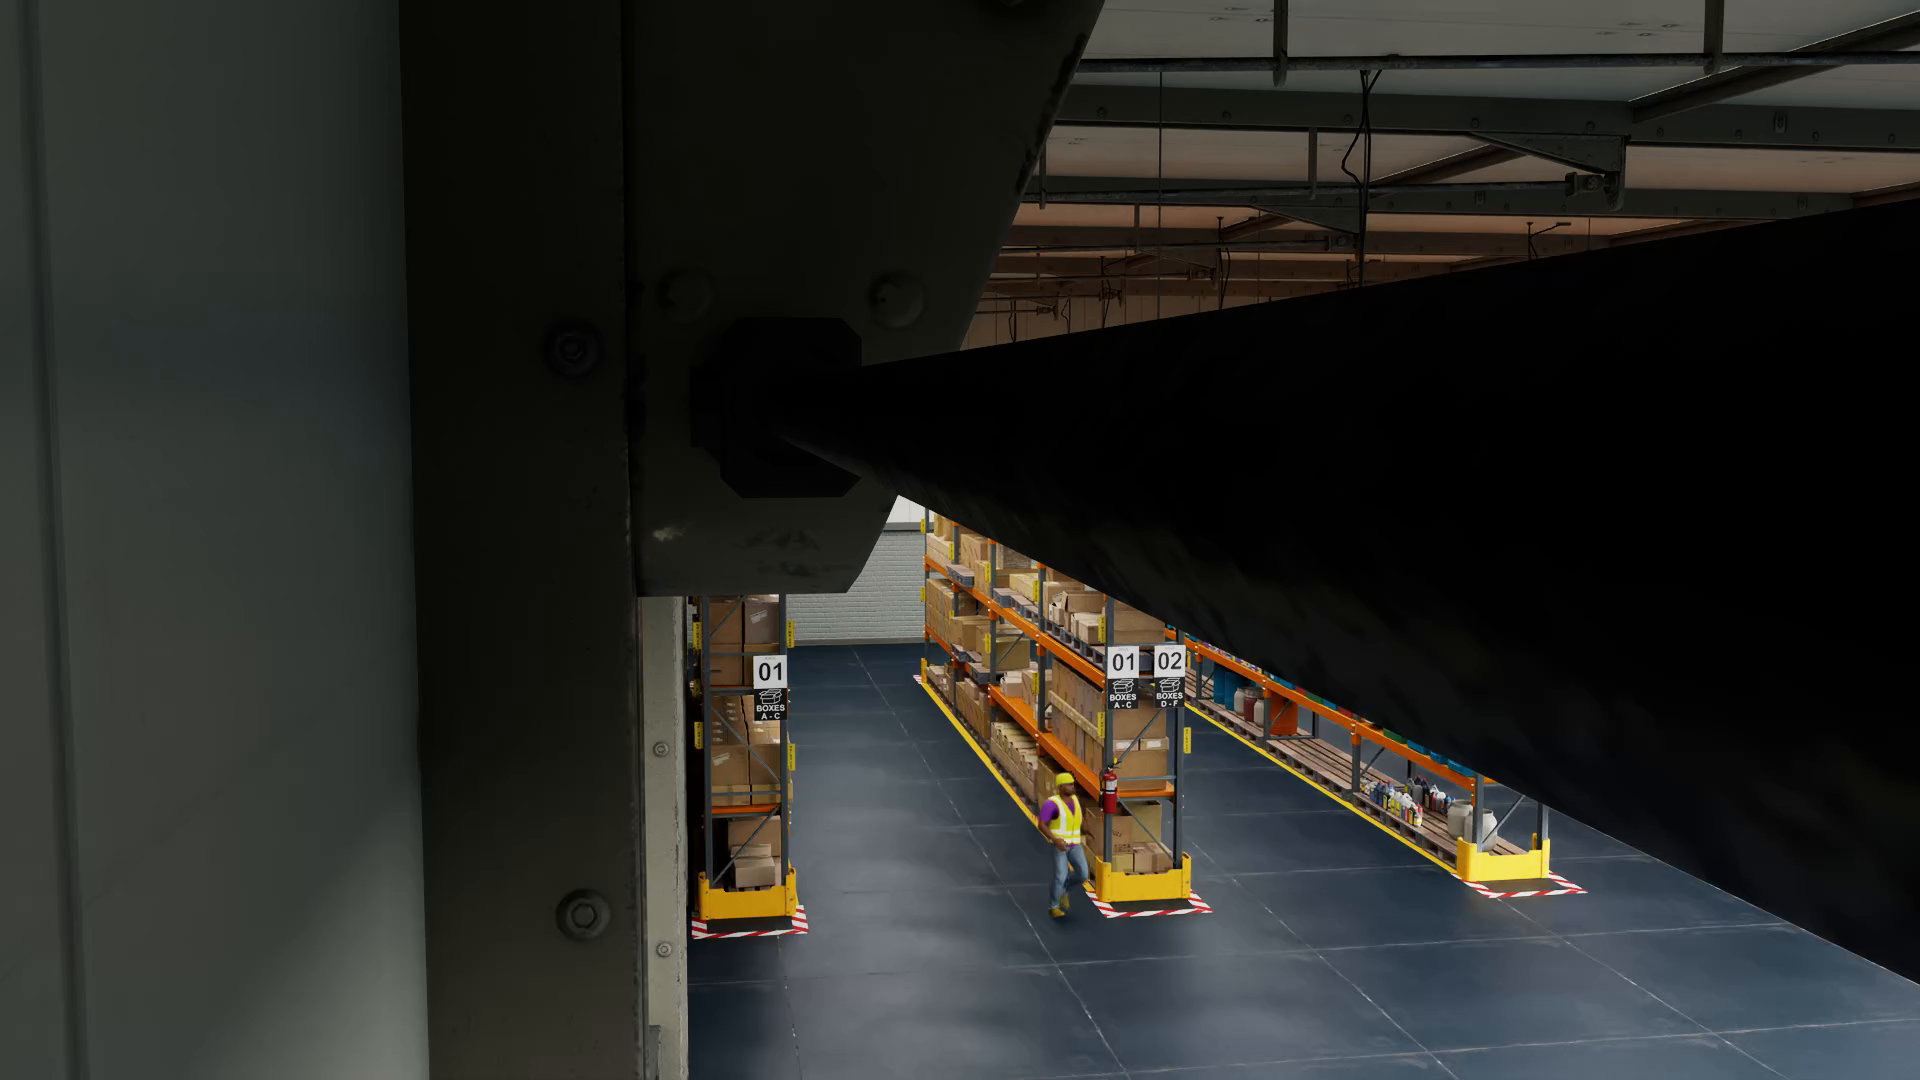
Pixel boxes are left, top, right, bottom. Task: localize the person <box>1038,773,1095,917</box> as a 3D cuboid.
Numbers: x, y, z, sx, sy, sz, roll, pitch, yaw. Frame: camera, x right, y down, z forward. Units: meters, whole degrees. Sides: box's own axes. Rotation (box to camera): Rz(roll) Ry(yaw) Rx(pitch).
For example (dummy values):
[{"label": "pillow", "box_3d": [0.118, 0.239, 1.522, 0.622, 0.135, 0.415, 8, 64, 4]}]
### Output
[{"label": "person", "box_3d": [1.300, 3.698, 20.191, 0.764, 1.729, 0.512, -4, 6, -36]}]
